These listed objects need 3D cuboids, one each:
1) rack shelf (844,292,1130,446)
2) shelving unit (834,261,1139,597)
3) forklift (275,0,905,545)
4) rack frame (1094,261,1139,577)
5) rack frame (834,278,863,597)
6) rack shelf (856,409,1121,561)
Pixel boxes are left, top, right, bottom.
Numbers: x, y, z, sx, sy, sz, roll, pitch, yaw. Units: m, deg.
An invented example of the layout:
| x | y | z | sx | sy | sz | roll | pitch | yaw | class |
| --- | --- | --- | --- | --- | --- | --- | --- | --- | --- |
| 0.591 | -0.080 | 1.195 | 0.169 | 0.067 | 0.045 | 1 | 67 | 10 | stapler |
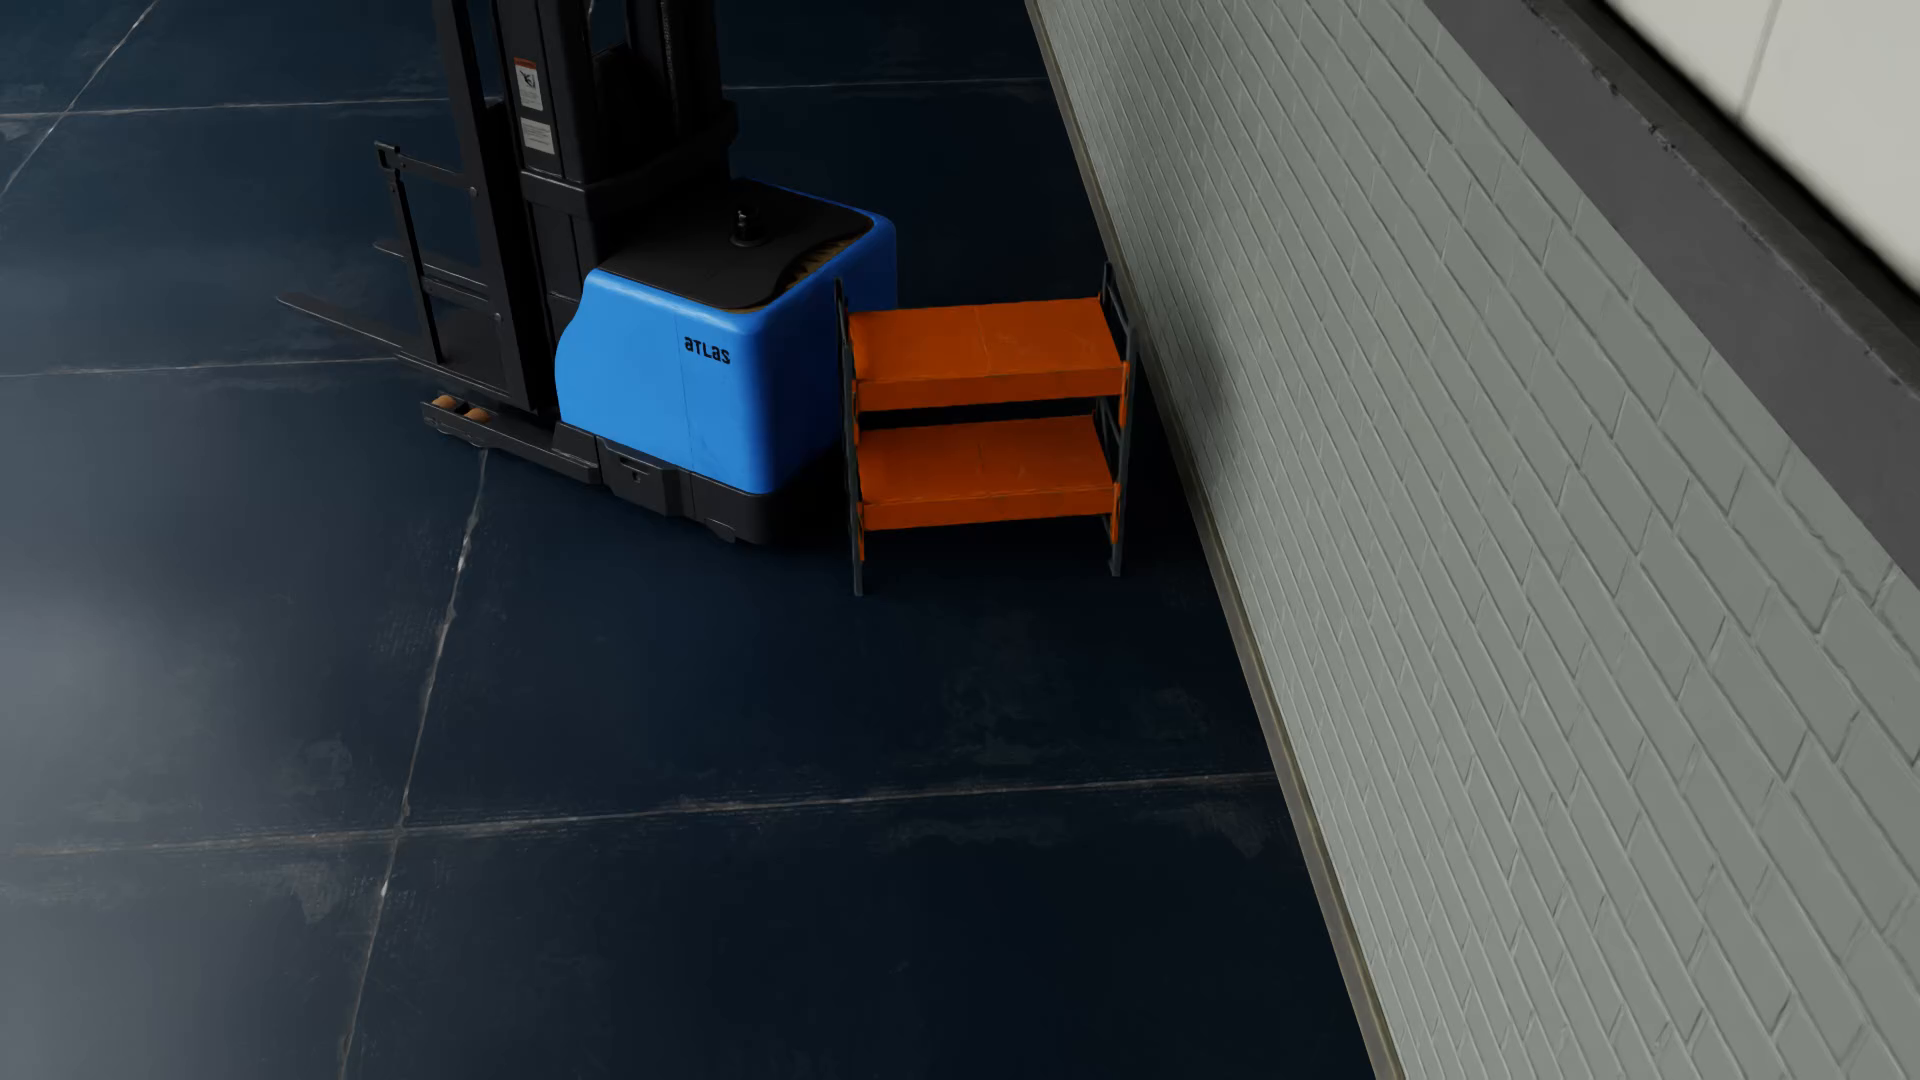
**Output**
| x | y | z | sx | sy | sz | roll | pitch | yaw | class |
| --- | --- | --- | --- | --- | --- | --- | --- | --- | --- |
| 0.083 | -0.645 | 6.184 | 1.000 | 0.278 | 0.538 | -4 | 38 | -5 | rack shelf |
| 0.083 | -0.414 | 6.364 | 1.048 | 1.125 | 0.538 | -4 | 38 | -5 | shelving unit |
| -1.768 | -1.814 | 6.683 | 3.031 | 2.935 | 1.130 | 21 | 43 | 24 | forklift |
| 0.588 | -0.452 | 6.412 | 0.032 | 1.125 | 0.500 | -4 | 38 | -5 | rack frame |
| -0.422 | -0.376 | 6.316 | 0.032 | 1.125 | 0.500 | -4 | 38 | -5 | rack frame |
| 0.083 | -0.221 | 6.515 | 1.000 | 0.278 | 0.538 | -4 | 38 | -5 | rack shelf |
